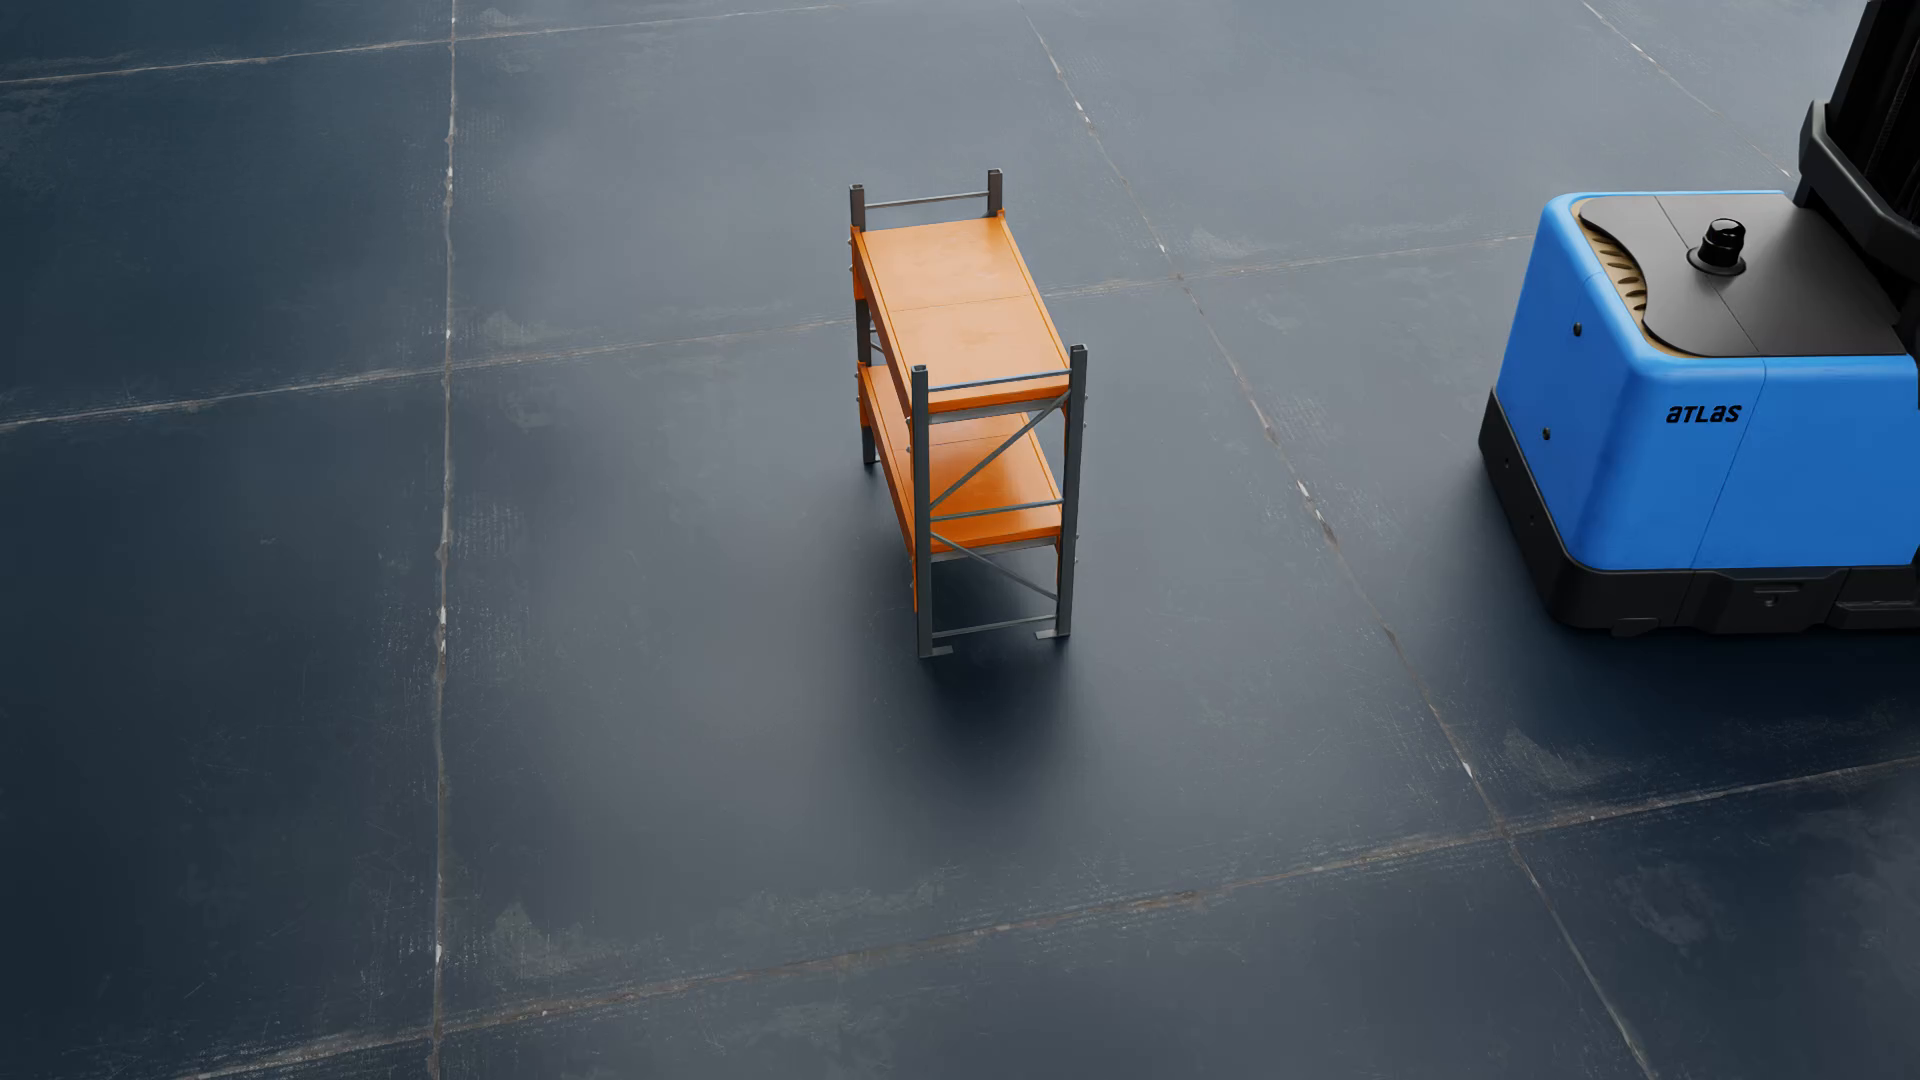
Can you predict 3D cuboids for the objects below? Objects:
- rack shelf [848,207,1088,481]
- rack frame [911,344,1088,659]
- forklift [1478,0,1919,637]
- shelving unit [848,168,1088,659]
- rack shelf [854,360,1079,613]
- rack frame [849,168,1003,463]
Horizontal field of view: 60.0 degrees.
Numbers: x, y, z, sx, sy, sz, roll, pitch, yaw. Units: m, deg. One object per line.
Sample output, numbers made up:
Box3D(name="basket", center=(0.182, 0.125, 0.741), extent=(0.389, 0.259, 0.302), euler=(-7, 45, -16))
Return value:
Box3D(name="rack shelf", center=(0.001, -0.635, 5.177), extent=(0.538, 0.278, 1.000), euler=(-8, 42, -9))
Box3D(name="rack frame", center=(0.111, -0.087, 5.000), extent=(0.500, 1.125, 0.032), euler=(-8, 42, -9))
Box3D(name="forklift", center=(3.405, -1.134, 4.819), extent=(3.031, 2.935, 1.130), euler=(-1, 42, -1))
Box3D(name="shelving unit", center=(0.001, -0.416, 5.372), extent=(0.538, 1.125, 1.048), euler=(-8, 42, -9))
Box3D(name="rack shelf", center=(0.001, -0.233, 5.534), extent=(0.538, 0.278, 1.000), euler=(-8, 42, -9))
Box3D(name="rack frame", center=(-0.108, -0.746, 5.743), extent=(0.500, 1.125, 0.032), euler=(-8, 42, -9))
